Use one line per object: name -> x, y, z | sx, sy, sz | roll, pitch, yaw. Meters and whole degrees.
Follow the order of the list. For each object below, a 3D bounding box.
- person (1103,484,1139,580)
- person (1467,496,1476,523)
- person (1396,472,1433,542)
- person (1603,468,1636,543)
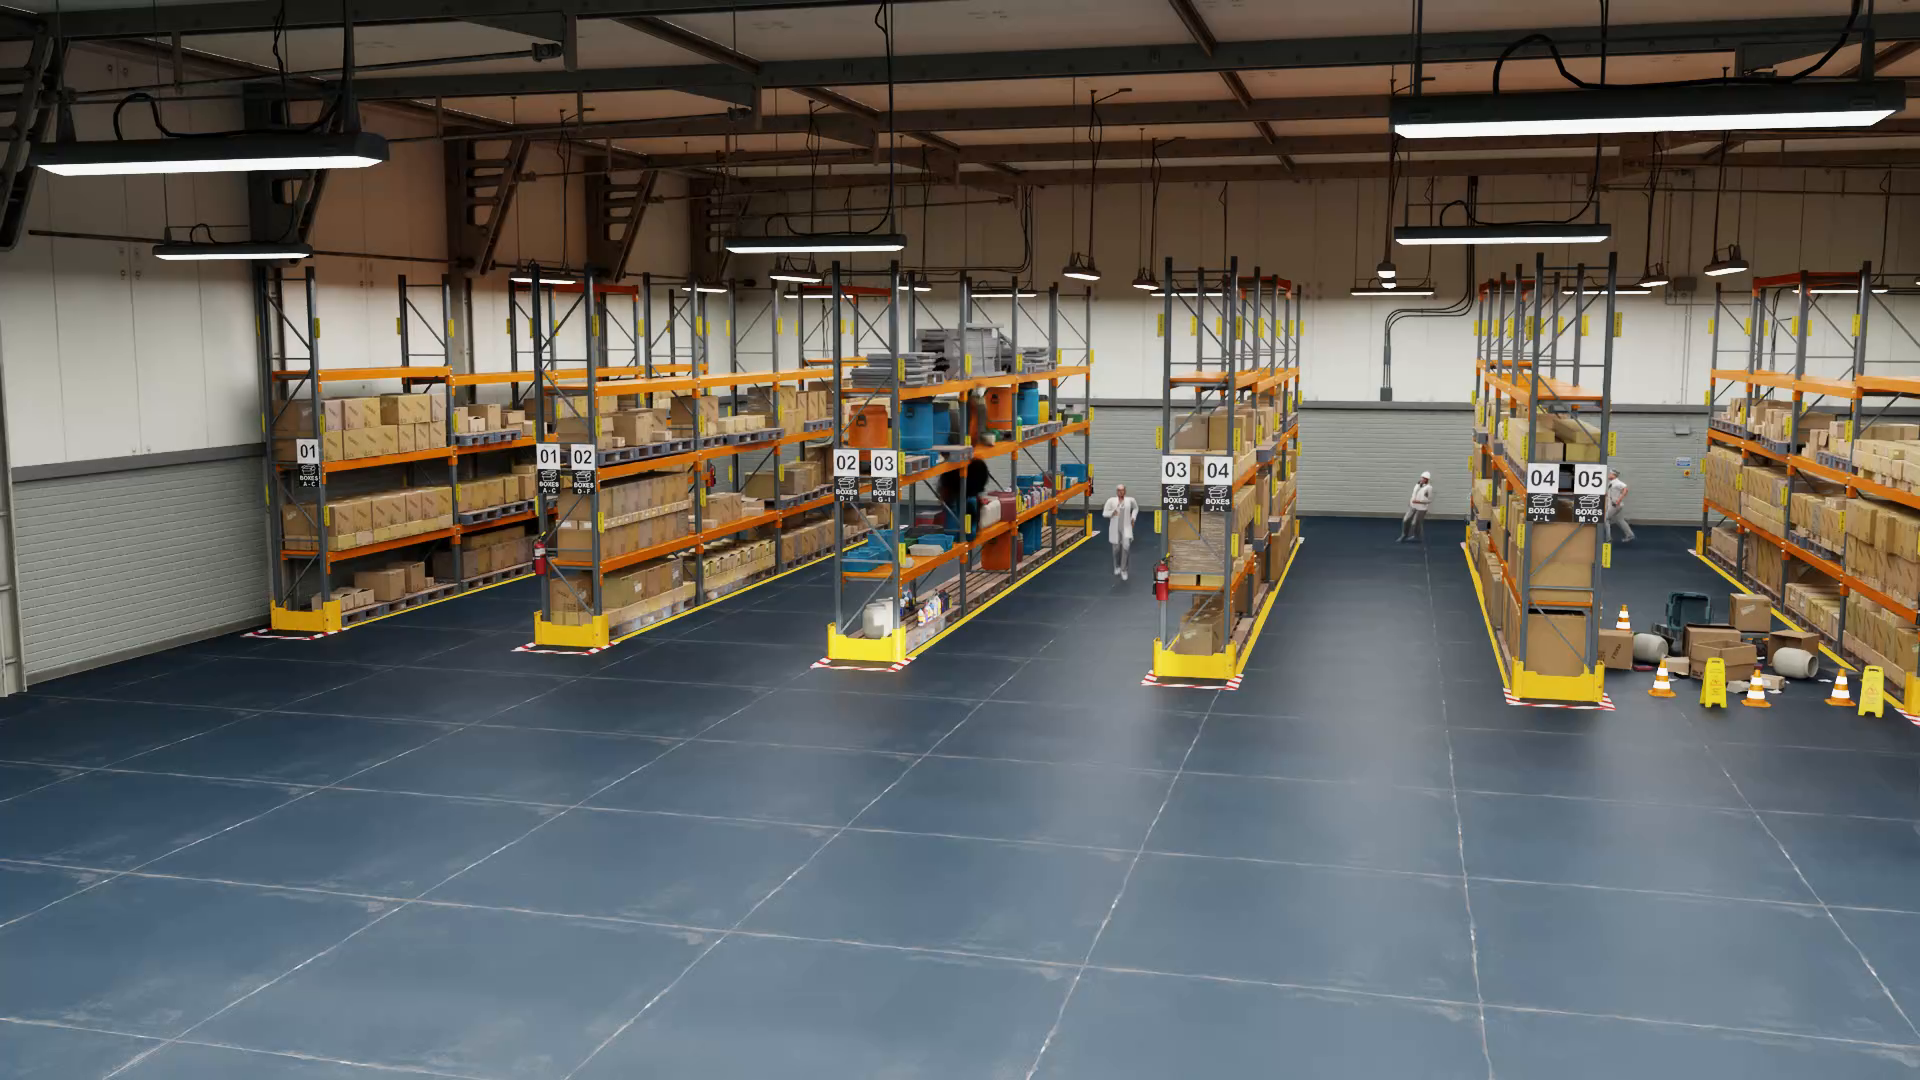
person -> 3.109, -0.178, 32.203 | 0.692, 1.807, 0.849 | 1, 7, 5
person -> 12.238, -0.803, 38.972 | 0.695, 1.772, 0.647 | 0, 7, 3
person -> 10.715, -0.765, 38.955 | 0.605, 1.726, 0.869 | -6, 9, -38
person -> 15.210, -0.752, 38.548 | 0.919, 1.846, 0.673 | 3, 8, 20
